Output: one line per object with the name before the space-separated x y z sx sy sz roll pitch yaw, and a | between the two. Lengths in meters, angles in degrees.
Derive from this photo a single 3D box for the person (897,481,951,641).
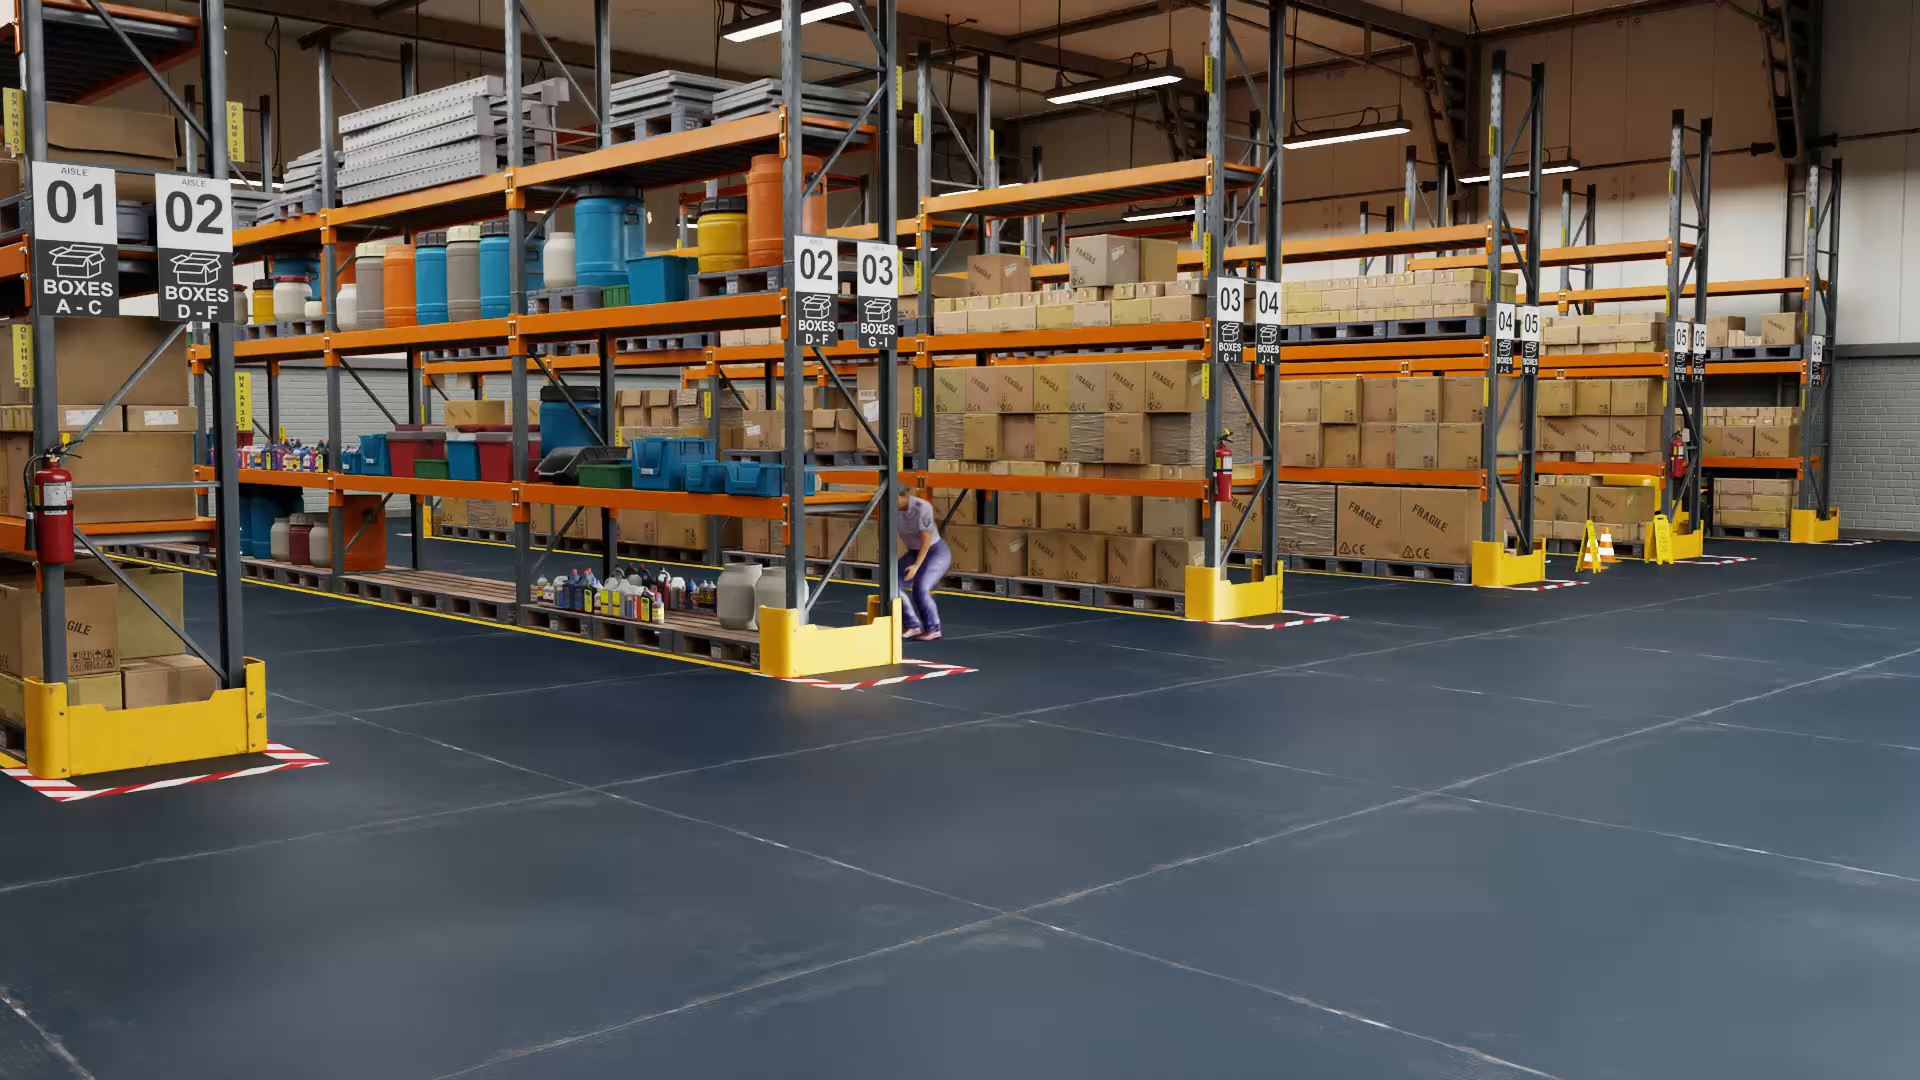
person | -0.407 0.176 14.219 0.548 1.368 0.534 -4 6 -44
